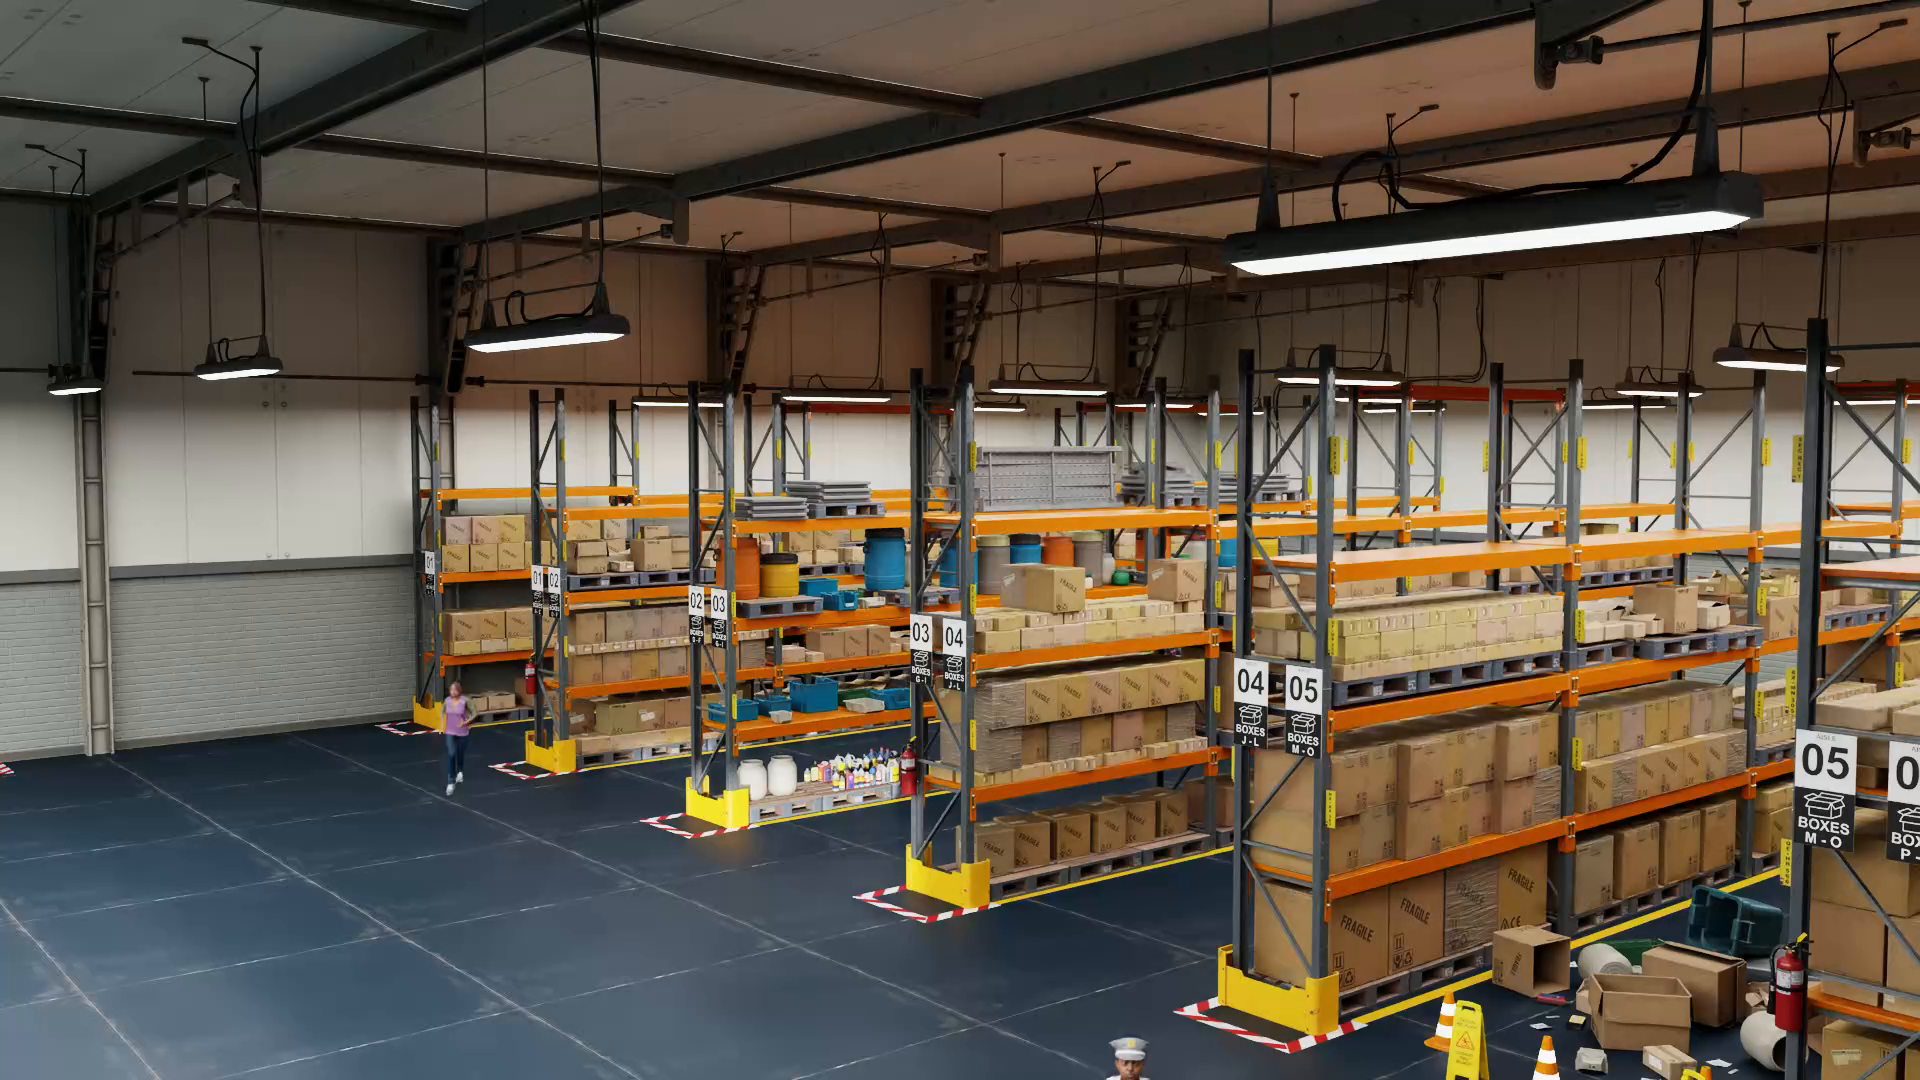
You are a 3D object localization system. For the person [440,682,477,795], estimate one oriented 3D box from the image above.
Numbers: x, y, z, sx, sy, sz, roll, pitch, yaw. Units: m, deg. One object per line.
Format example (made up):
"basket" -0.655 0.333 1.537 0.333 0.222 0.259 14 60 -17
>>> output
"person" -7.441 2.902 24.694 0.553 1.628 0.779 0 3 -8

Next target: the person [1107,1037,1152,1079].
"person" 0.996 3.748 9.891 0.580 1.654 0.701 0 3 6
